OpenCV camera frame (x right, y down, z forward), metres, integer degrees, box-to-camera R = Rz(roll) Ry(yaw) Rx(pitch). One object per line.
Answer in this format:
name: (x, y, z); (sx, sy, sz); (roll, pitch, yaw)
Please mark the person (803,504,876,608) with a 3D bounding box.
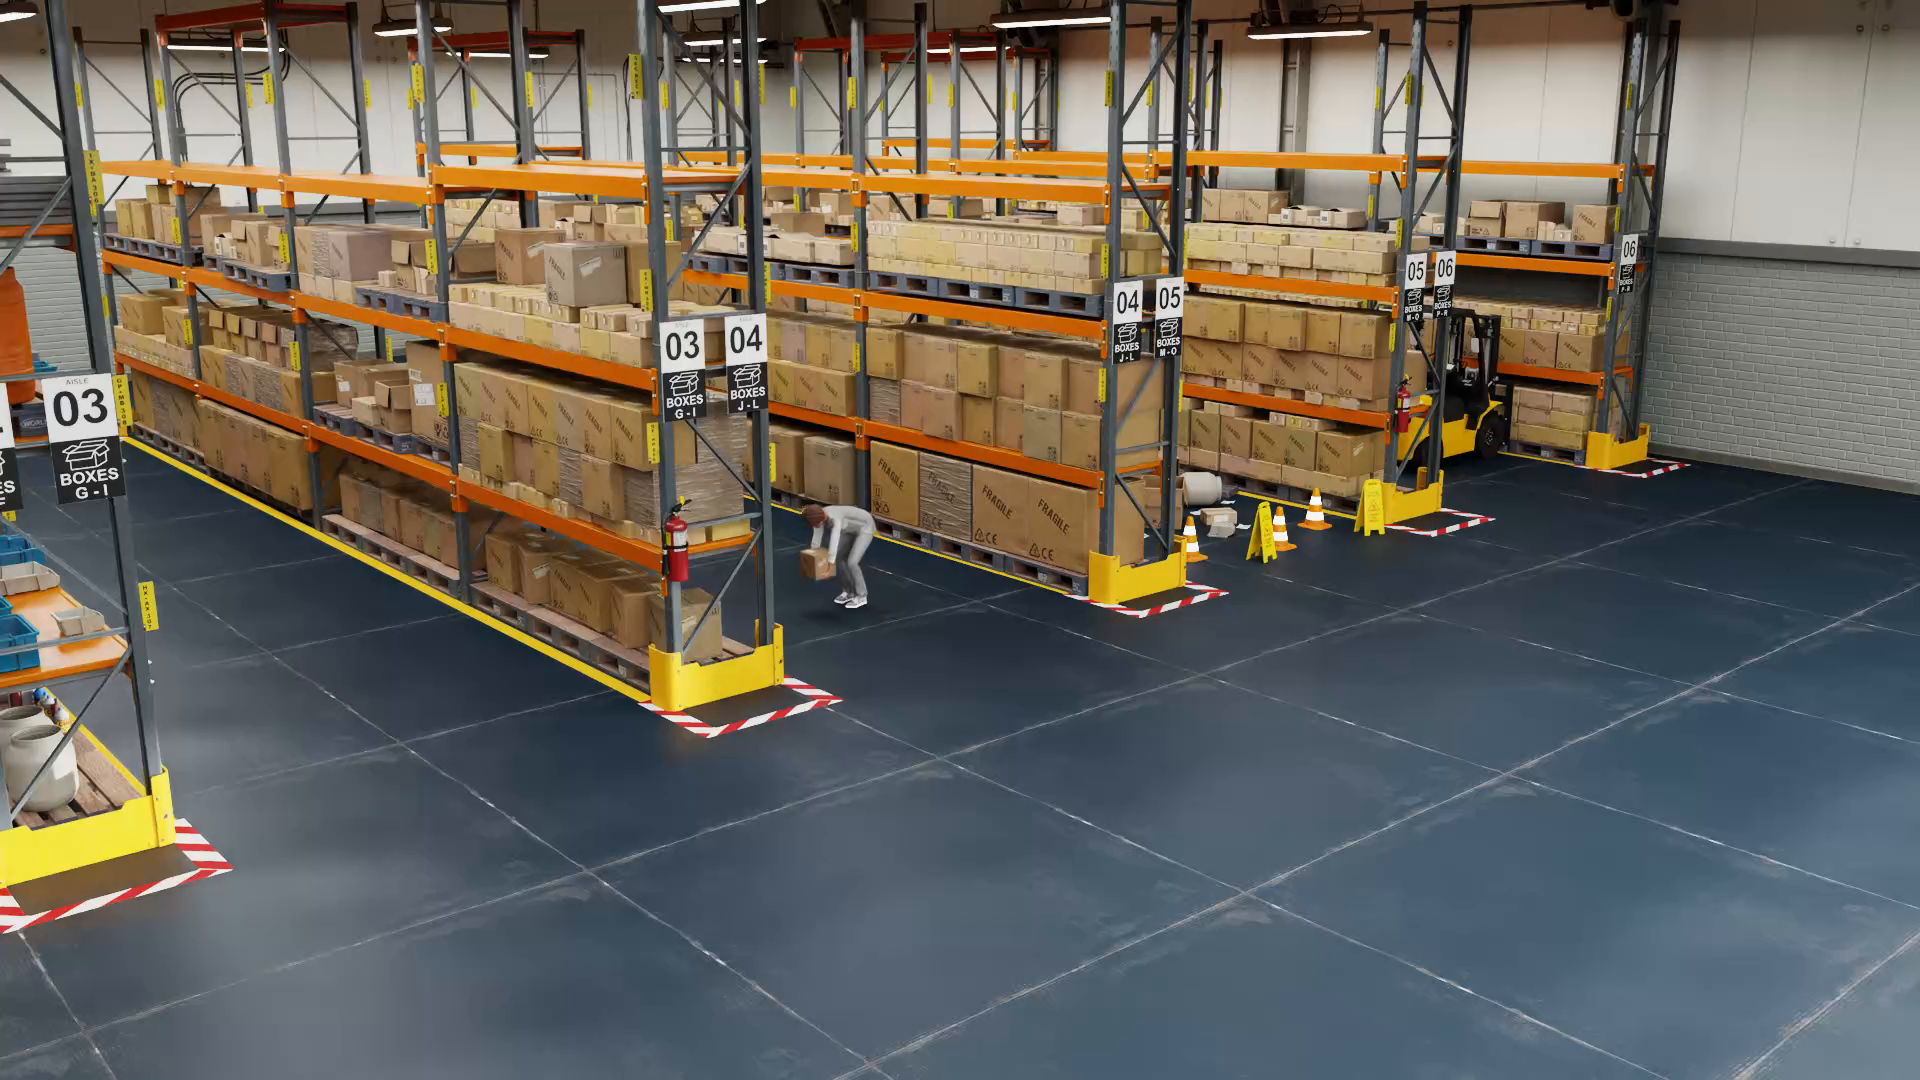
person: (-1.206, 0.139, 16.489); (0.846, 1.100, 0.400); (-13, 19, -42)
